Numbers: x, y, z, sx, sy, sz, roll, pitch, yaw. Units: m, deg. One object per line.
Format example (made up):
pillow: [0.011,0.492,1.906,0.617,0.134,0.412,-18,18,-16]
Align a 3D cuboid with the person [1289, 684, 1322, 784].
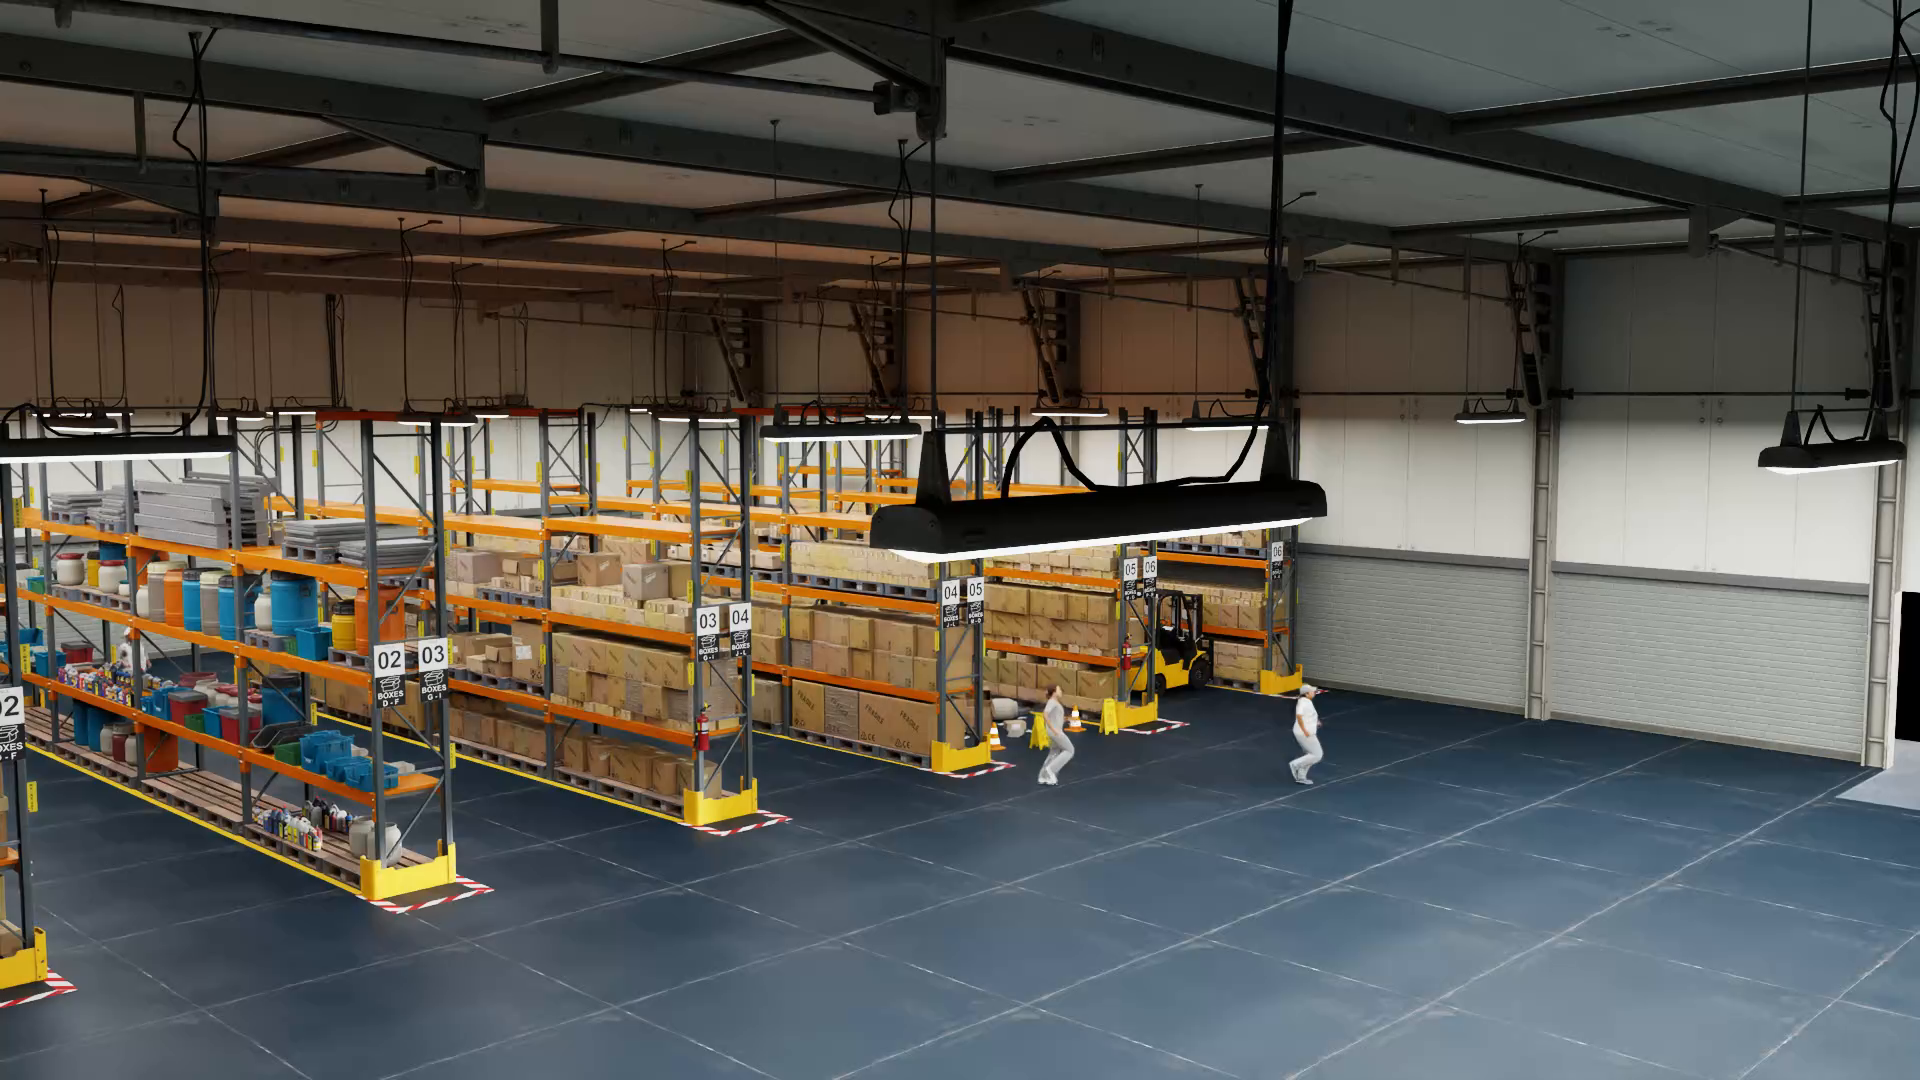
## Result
person: [5.594,3.143,26.905,0.559,1.632,0.634,0,5,4]

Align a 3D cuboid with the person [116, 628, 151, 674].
person: [-16.281,2.575,32.768,0.536,1.727,0.688,3,6,32]

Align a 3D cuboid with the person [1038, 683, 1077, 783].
person: [1.576,3.121,26.861,0.620,1.633,0.548,0,5,-3]
